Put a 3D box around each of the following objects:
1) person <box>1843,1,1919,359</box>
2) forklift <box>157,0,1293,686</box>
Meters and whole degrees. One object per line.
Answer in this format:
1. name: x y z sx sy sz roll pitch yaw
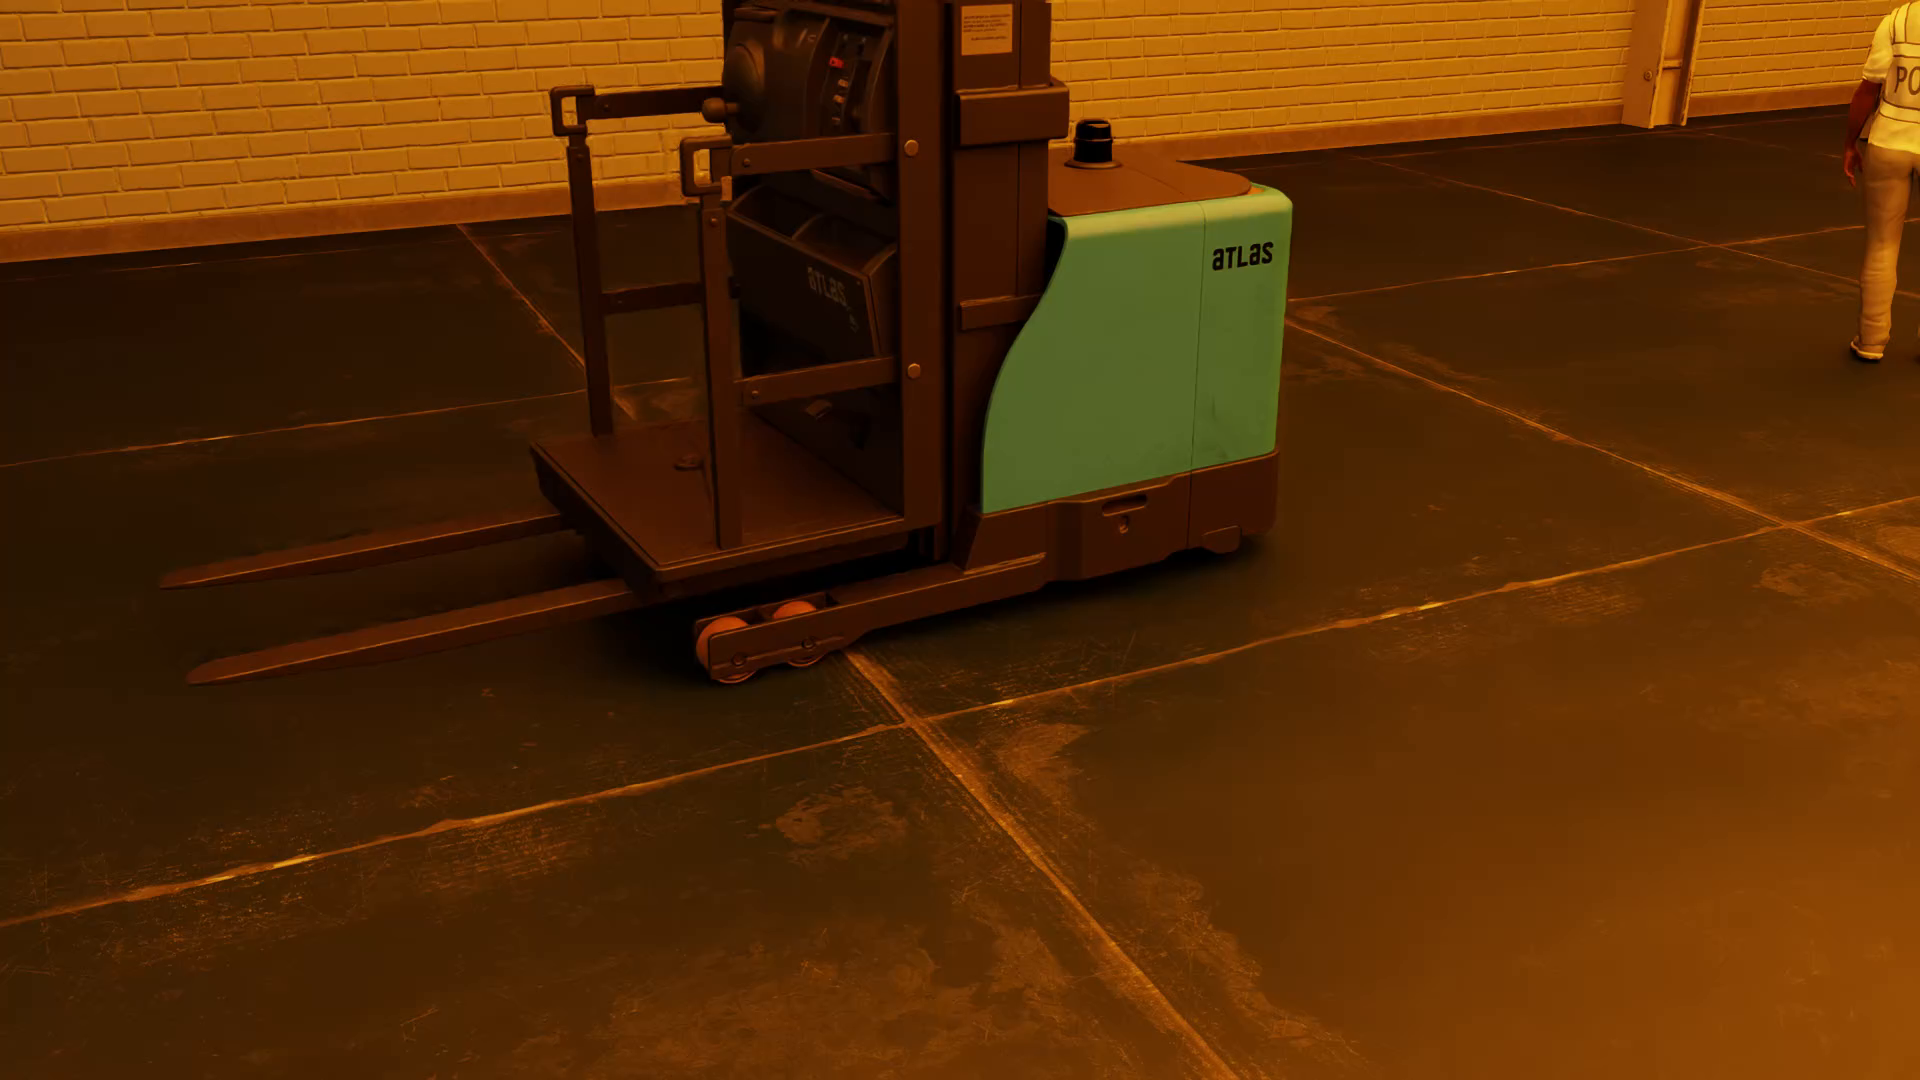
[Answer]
1. person: 3.840 -1.556 6.623 0.569 1.697 0.528 13 26 29
2. forklift: -0.585 -1.220 4.222 3.031 2.935 1.130 -12 26 -27
